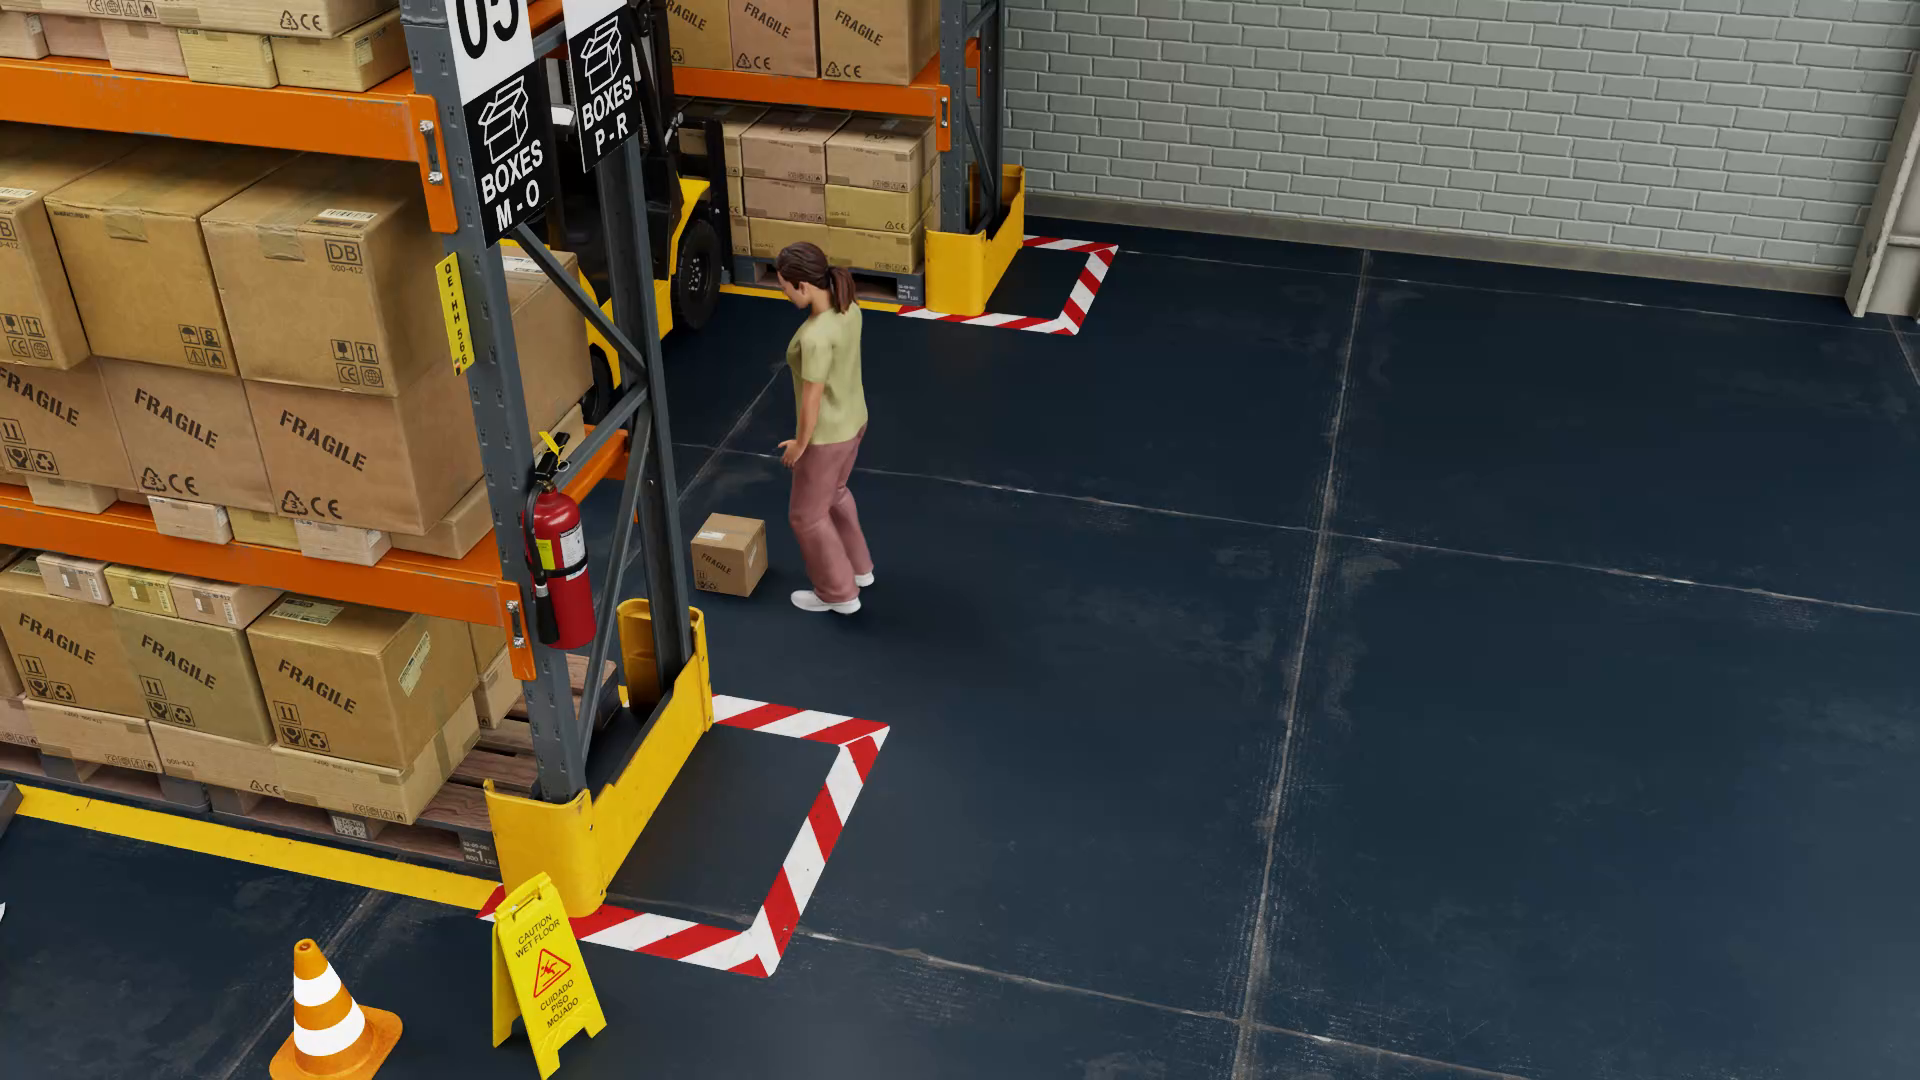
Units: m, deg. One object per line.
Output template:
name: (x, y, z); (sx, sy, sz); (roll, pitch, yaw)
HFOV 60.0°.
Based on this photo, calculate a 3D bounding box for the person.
person: (-0.562, -0.435, 6.860); (0.325, 1.632, 0.458); (9, 34, 13)
